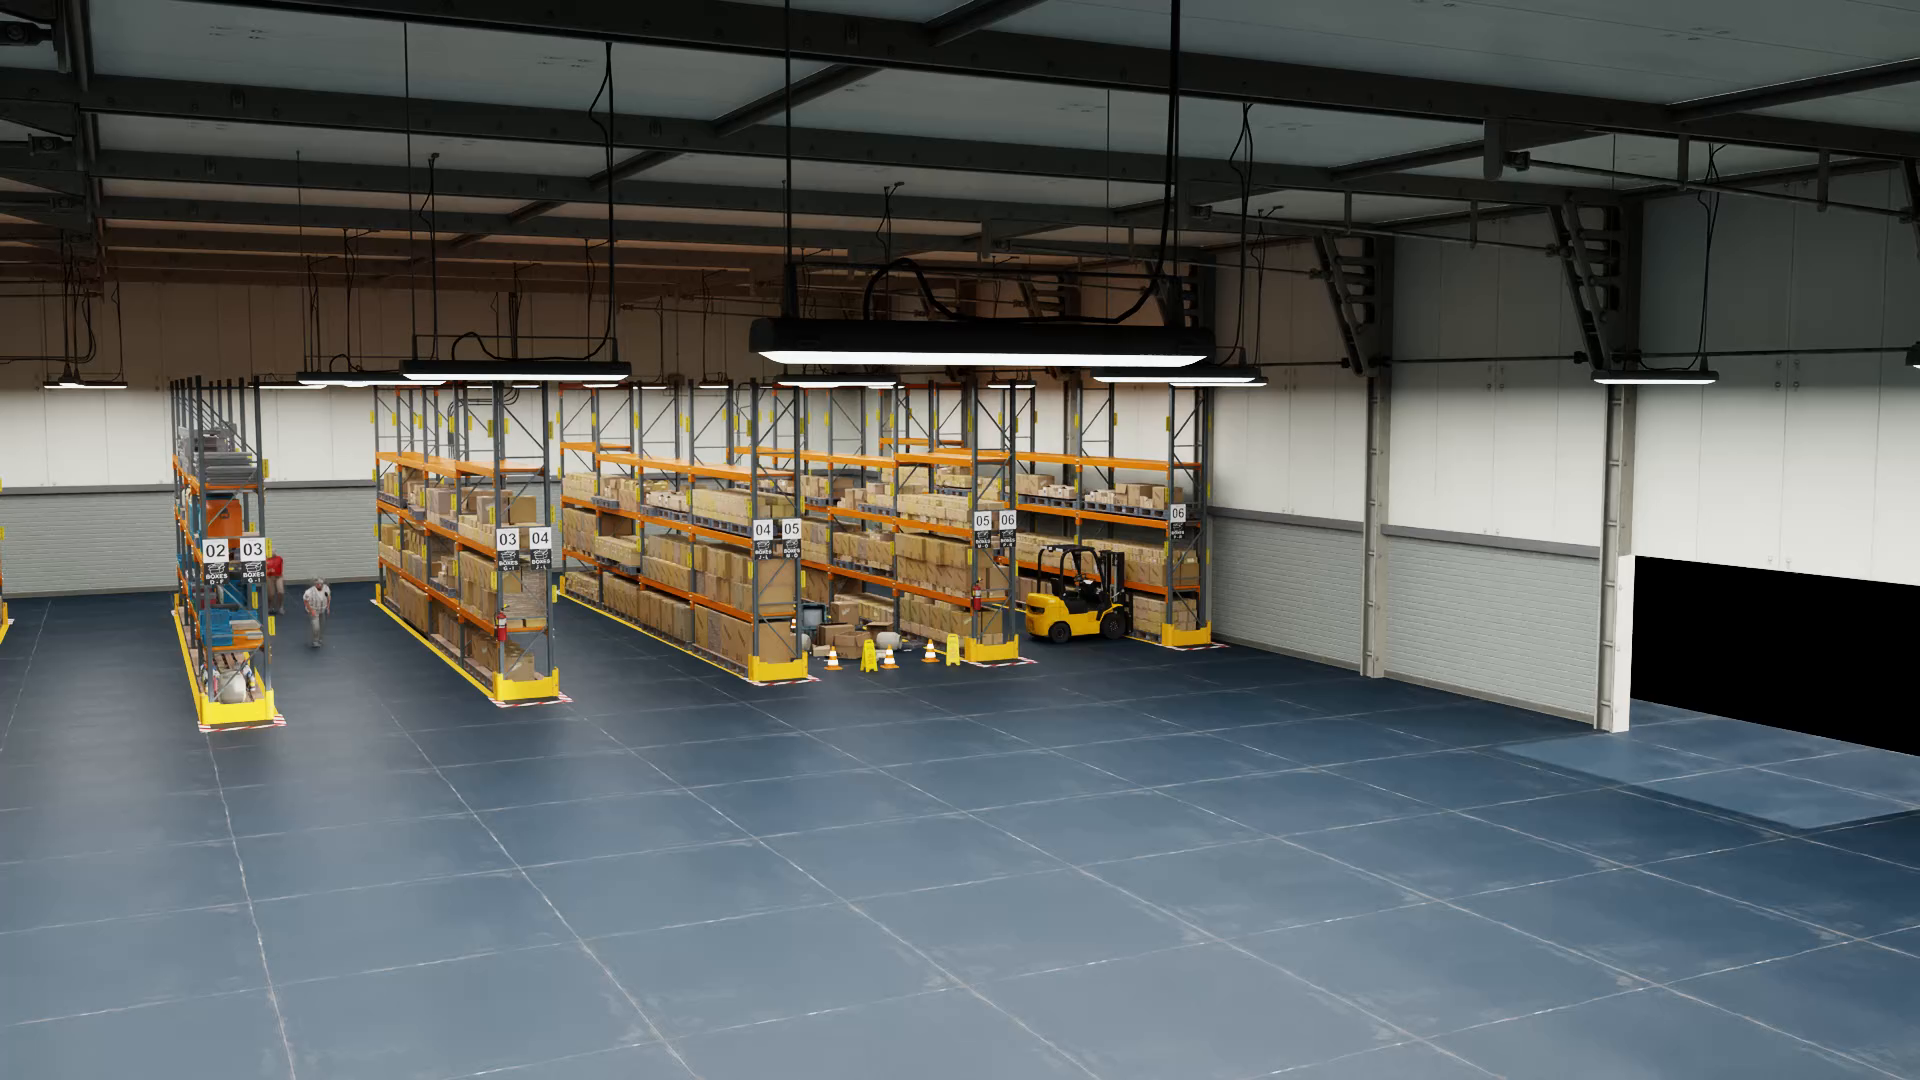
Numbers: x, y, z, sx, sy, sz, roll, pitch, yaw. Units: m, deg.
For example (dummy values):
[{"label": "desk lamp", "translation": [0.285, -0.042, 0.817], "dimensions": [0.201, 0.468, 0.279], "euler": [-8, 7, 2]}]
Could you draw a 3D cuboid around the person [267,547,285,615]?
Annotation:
[{"label": "person", "translation": [-17.711, 1.064, 42.878], "dimensions": [0.633, 1.781, 0.781], "euler": [-3, 6, -34]}]

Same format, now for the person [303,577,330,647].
[{"label": "person", "translation": [-14.487, 1.601, 37.423], "dimensions": [0.895, 1.598, 0.711], "euler": [3, 6, 33]}]
